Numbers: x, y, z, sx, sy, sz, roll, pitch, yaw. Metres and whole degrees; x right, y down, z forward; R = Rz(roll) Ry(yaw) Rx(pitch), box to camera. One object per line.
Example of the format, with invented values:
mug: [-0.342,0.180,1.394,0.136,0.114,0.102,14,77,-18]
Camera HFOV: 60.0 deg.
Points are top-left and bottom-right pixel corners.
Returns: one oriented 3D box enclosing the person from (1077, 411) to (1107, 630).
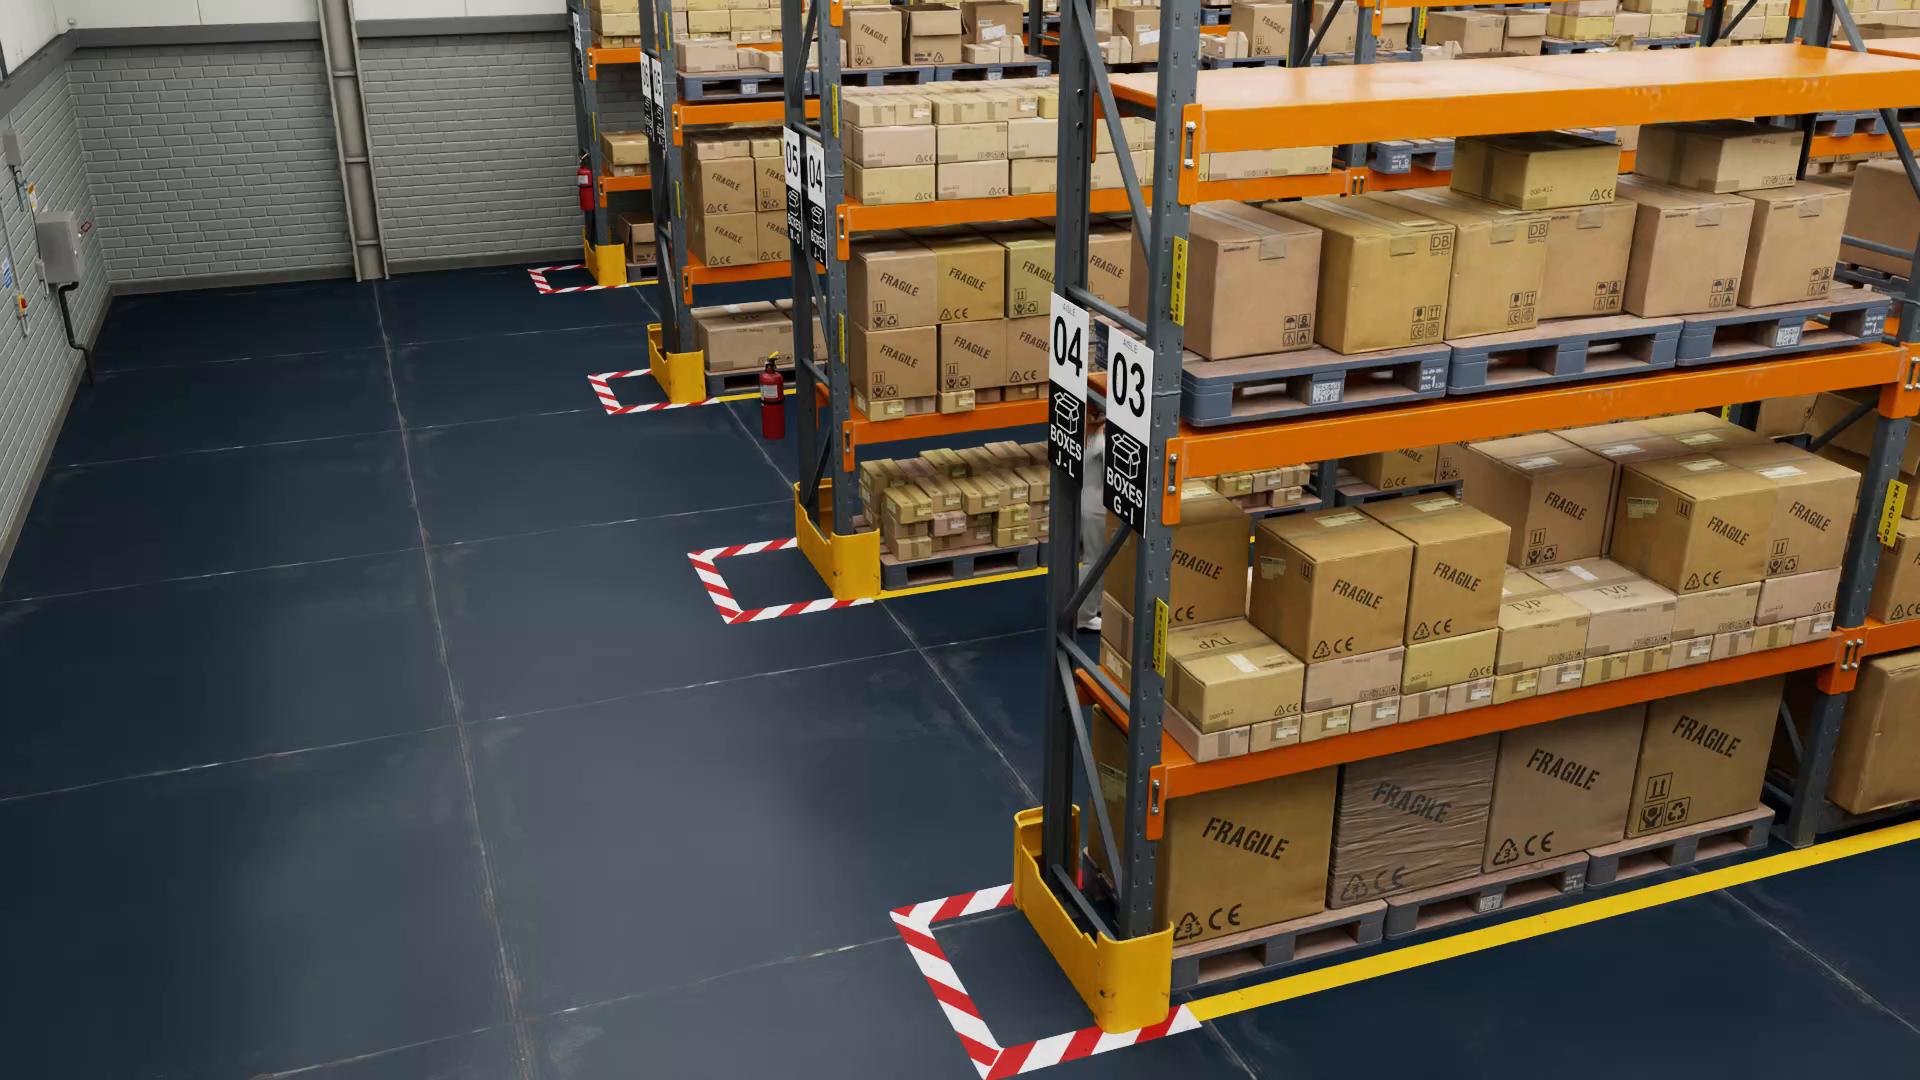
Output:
person: [0.989,-0.189,11.259,0.544,1.709,0.494,-10,25,-22]
